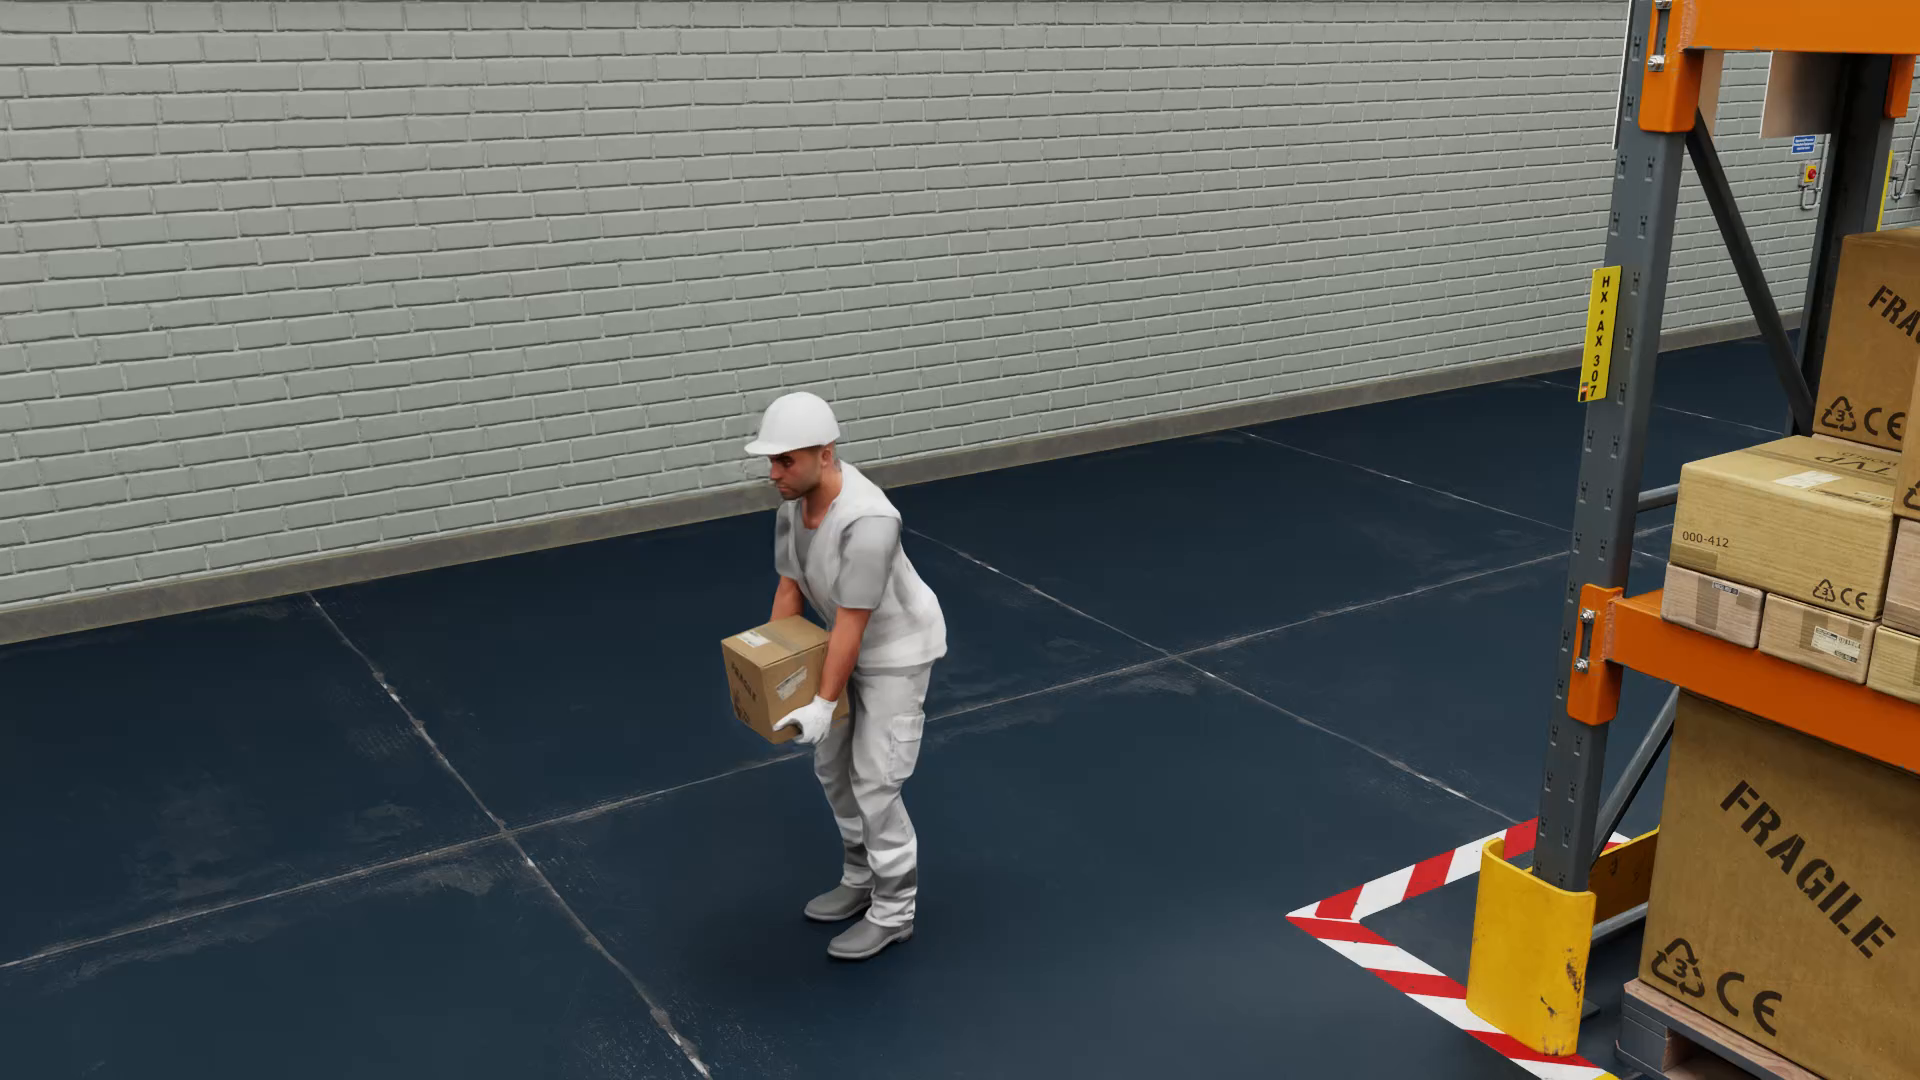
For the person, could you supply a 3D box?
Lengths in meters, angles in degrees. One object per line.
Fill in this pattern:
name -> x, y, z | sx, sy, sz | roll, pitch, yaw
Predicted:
person -> -0.339, 0.399, 4.881 | 0.602, 1.725, 0.485 | -12, 21, -32
